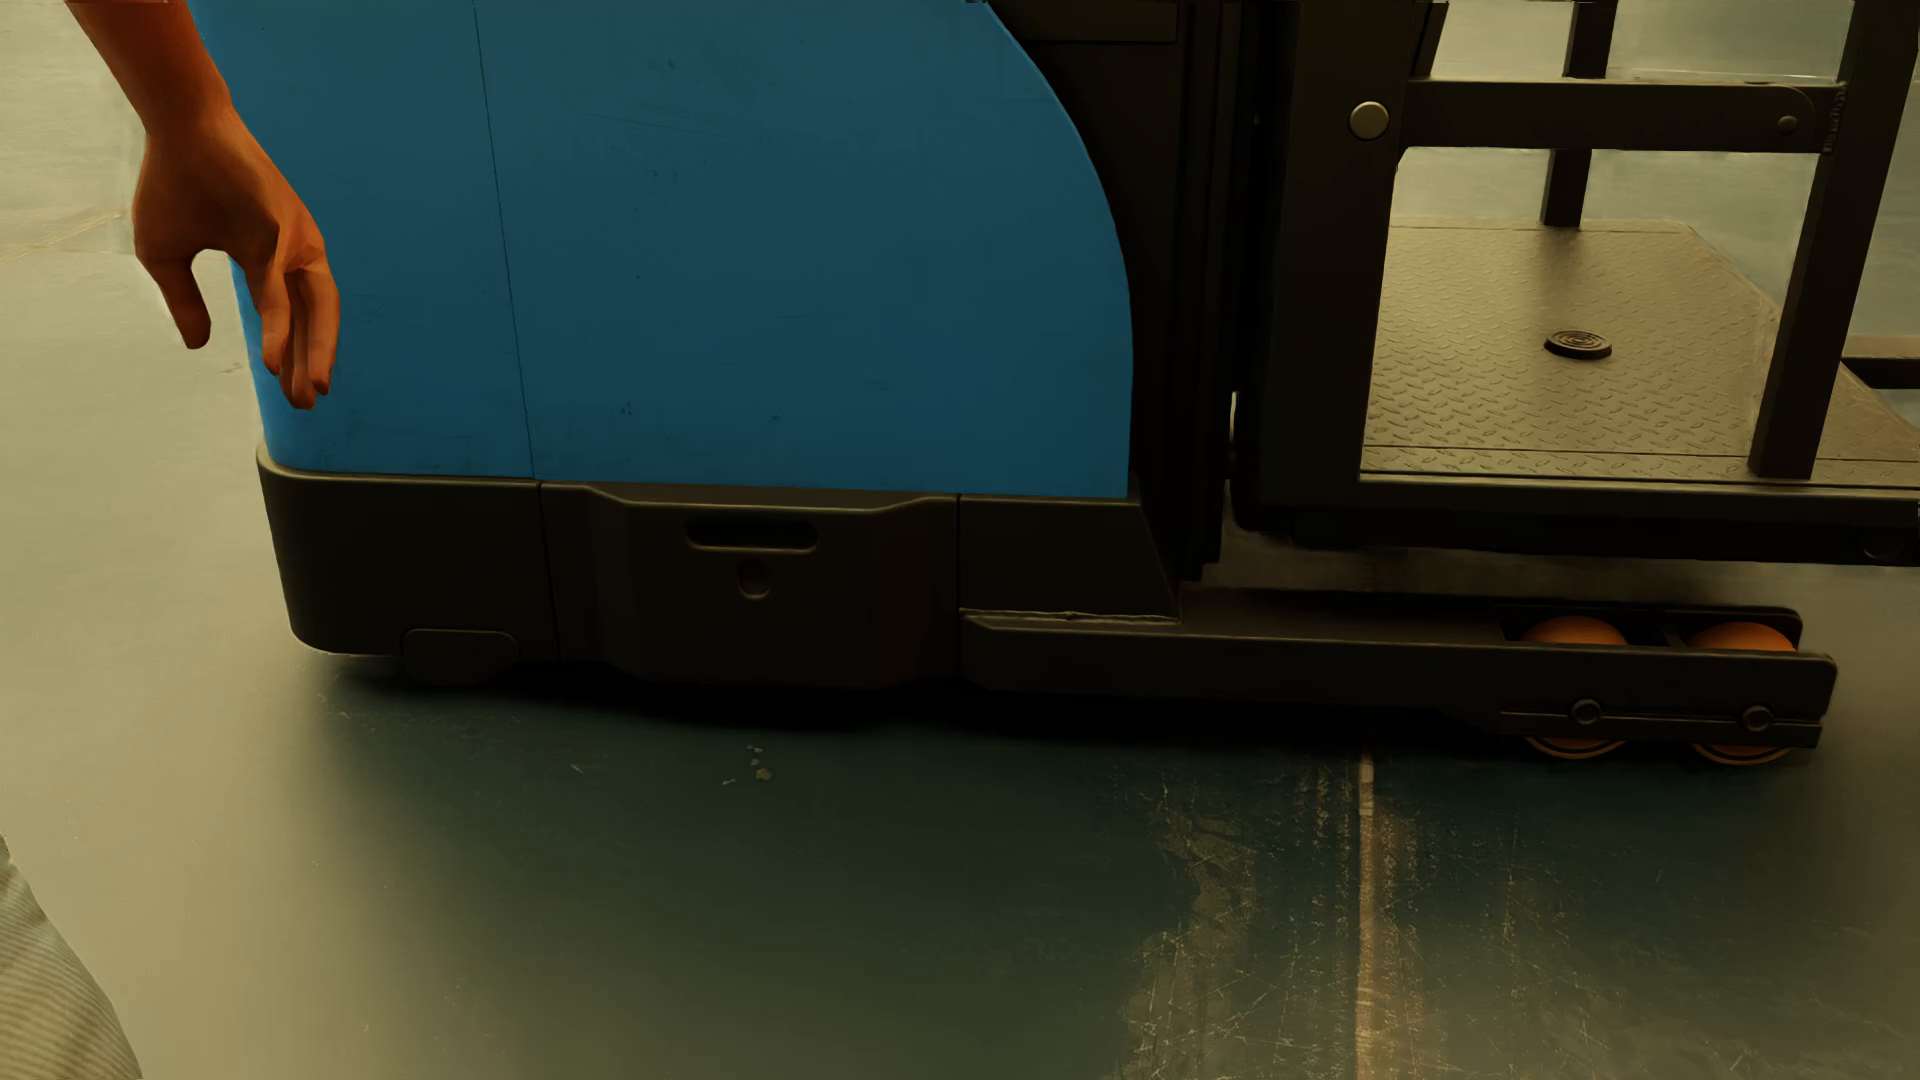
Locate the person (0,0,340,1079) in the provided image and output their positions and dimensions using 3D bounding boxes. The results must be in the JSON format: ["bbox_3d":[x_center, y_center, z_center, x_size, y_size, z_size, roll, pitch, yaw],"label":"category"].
[{"bbox_3d":[-0.728,-0.072,0.761,0.473,1.733,0.884,16,31,29],"label":"person"}]

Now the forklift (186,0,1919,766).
[{"bbox_3d":[0.681,-1.291,1.805,3.031,2.935,1.130,2,27,4],"label":"forklift"}]
